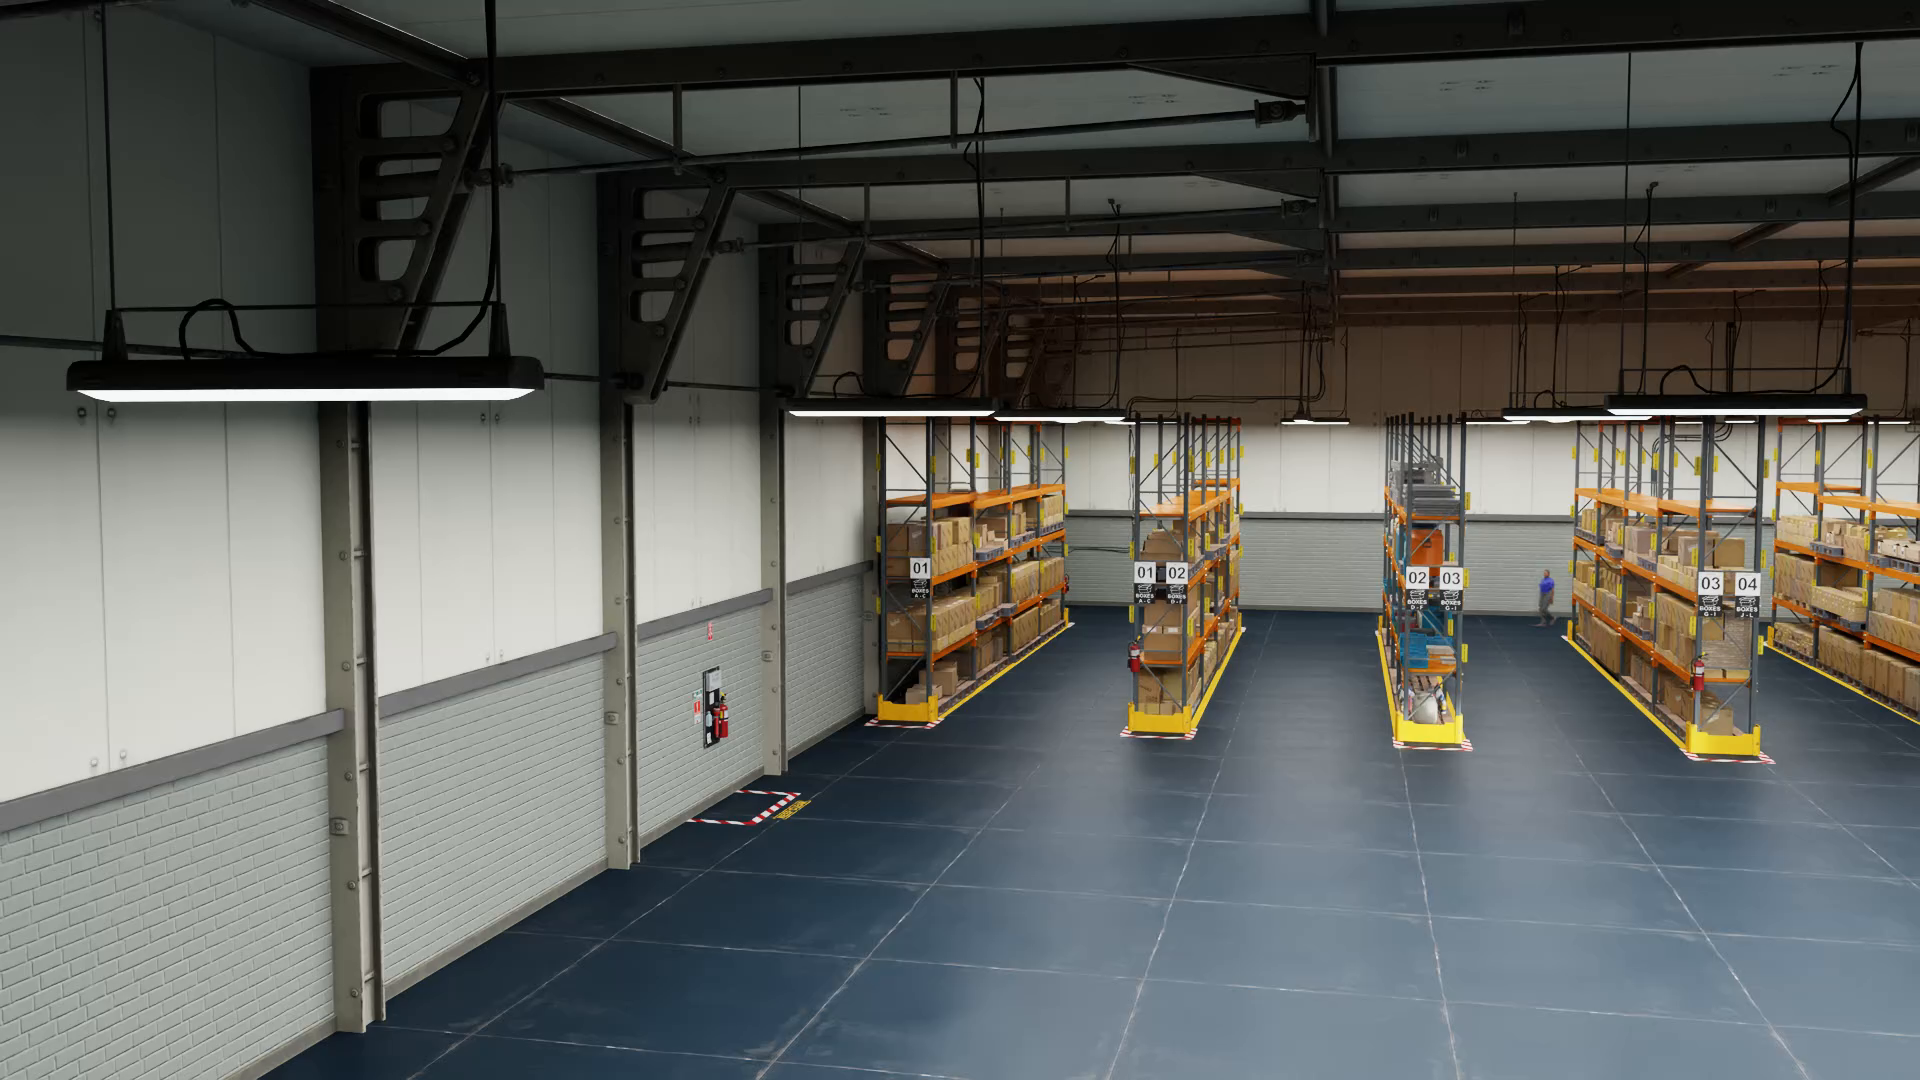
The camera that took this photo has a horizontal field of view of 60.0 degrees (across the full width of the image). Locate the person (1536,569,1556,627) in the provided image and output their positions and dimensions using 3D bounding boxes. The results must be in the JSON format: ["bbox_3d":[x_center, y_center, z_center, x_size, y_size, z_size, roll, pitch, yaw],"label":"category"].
[{"bbox_3d":[16.777,1.663,47.612,0.481,1.648,0.440,-1,4,-20],"label":"person"}]

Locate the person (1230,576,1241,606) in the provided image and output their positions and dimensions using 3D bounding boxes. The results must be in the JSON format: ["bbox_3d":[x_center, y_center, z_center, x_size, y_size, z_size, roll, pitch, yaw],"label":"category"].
[{"bbox_3d":[8.097,1.459,50.065,0.635,1.782,0.556,0,4,-4],"label":"person"}]
